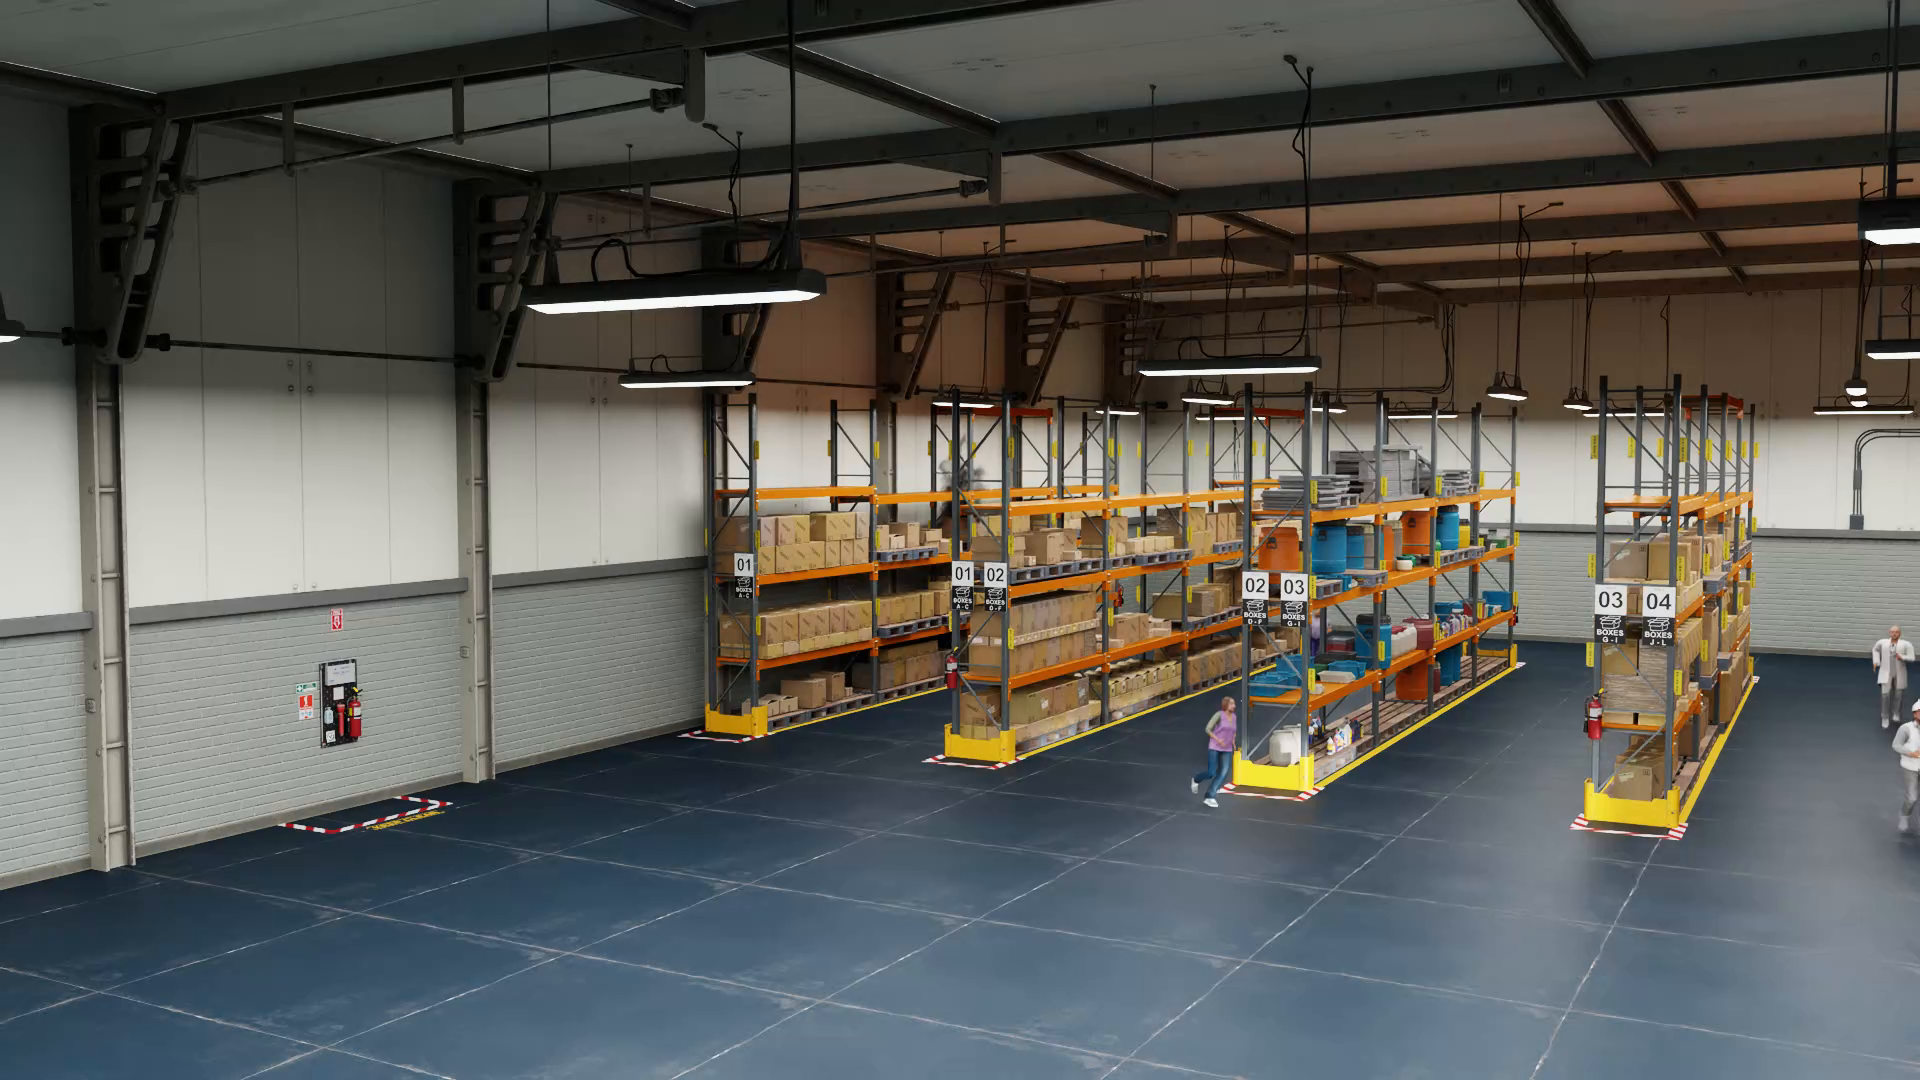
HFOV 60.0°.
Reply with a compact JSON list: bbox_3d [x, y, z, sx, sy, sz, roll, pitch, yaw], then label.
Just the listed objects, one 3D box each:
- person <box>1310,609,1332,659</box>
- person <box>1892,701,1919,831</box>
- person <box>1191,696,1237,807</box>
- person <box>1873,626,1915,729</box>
[{"bbox_3d":[7.695,2.227,35.724,0.599,1.651,0.937,1,3,21],"label":"person"},{"bbox_3d":[12.341,2.956,21.373,0.675,1.803,0.828,1,3,16],"label":"person"},{"bbox_3d":[3.676,2.972,23.638,0.594,1.527,0.699,-1,3,-24],"label":"person"},{"bbox_3d":[16.944,2.474,30.191,0.679,1.839,0.894,2,4,30],"label":"person"}]
